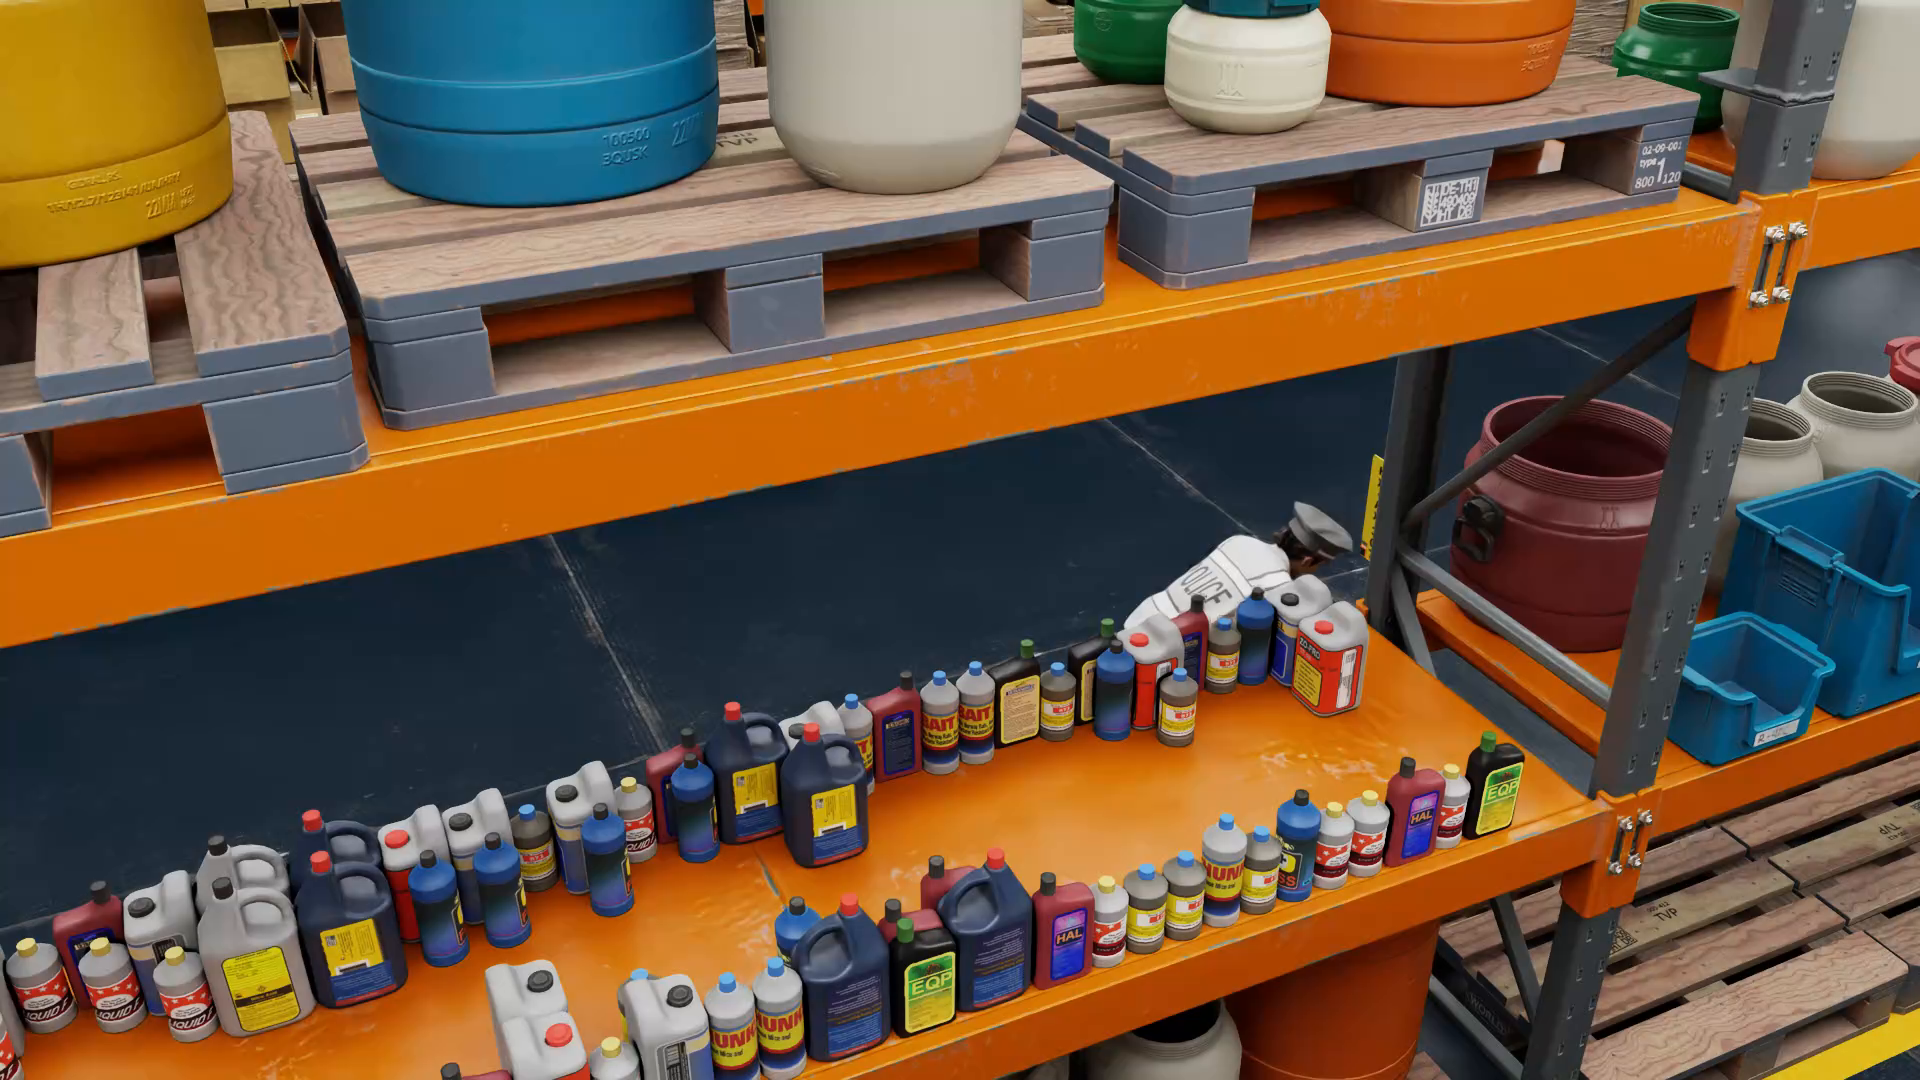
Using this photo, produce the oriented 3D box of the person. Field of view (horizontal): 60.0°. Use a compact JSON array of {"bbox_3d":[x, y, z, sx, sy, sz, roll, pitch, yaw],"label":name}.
[{"bbox_3d":[1.002,0.377,6.087,0.818,1.054,0.501,-4,30,-7],"label":"person"}]
